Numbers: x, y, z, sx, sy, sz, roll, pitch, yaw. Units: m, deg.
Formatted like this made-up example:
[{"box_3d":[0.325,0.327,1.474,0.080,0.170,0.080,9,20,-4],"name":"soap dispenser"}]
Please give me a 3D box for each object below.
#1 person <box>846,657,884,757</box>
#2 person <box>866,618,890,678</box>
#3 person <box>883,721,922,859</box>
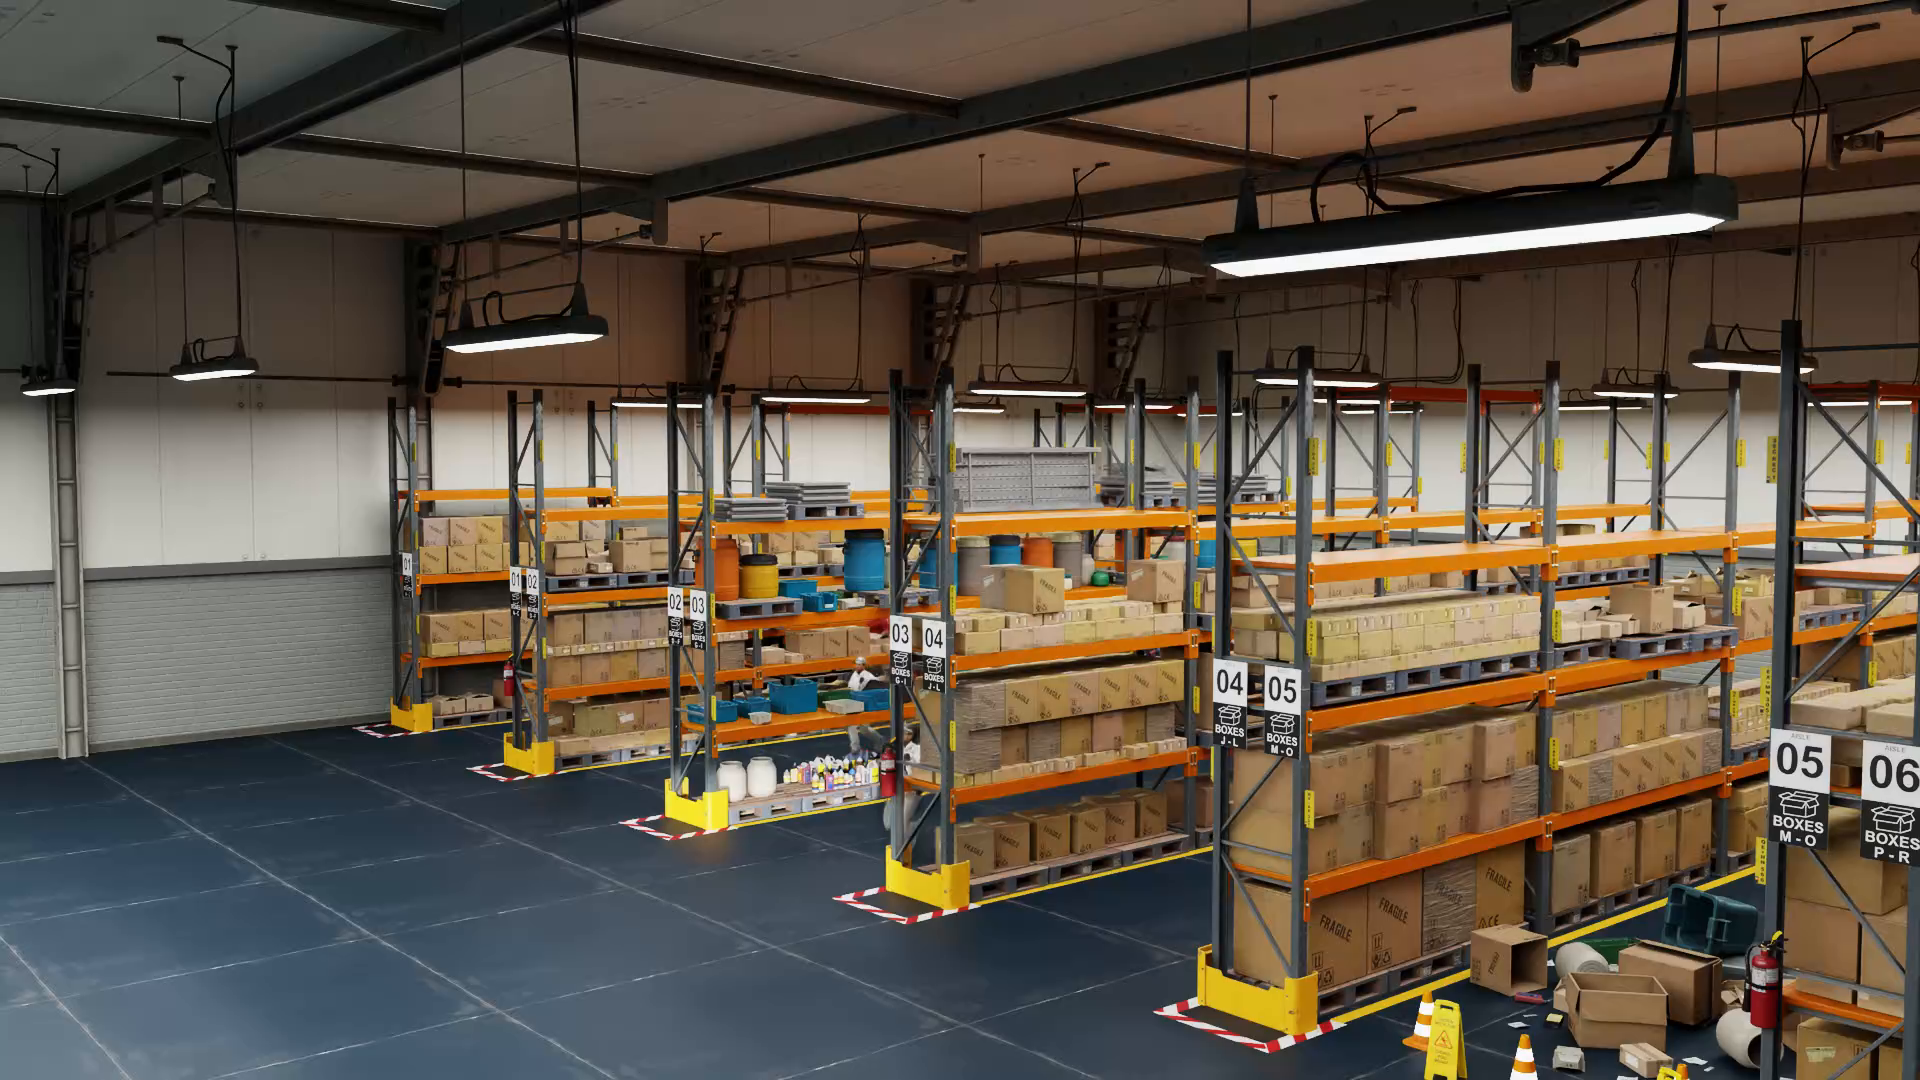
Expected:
[{"box_3d":[-1.610,2.743,27.397,0.630,1.651,0.724,3,4,41],"name":"person"},{"box_3d":[-1.690,2.118,32.797,0.525,1.729,0.710,-2,4,-35],"name":"person"},{"box_3d":[-0.649,3.095,20.564,0.655,1.732,0.603,3,4,40],"name":"person"}]
